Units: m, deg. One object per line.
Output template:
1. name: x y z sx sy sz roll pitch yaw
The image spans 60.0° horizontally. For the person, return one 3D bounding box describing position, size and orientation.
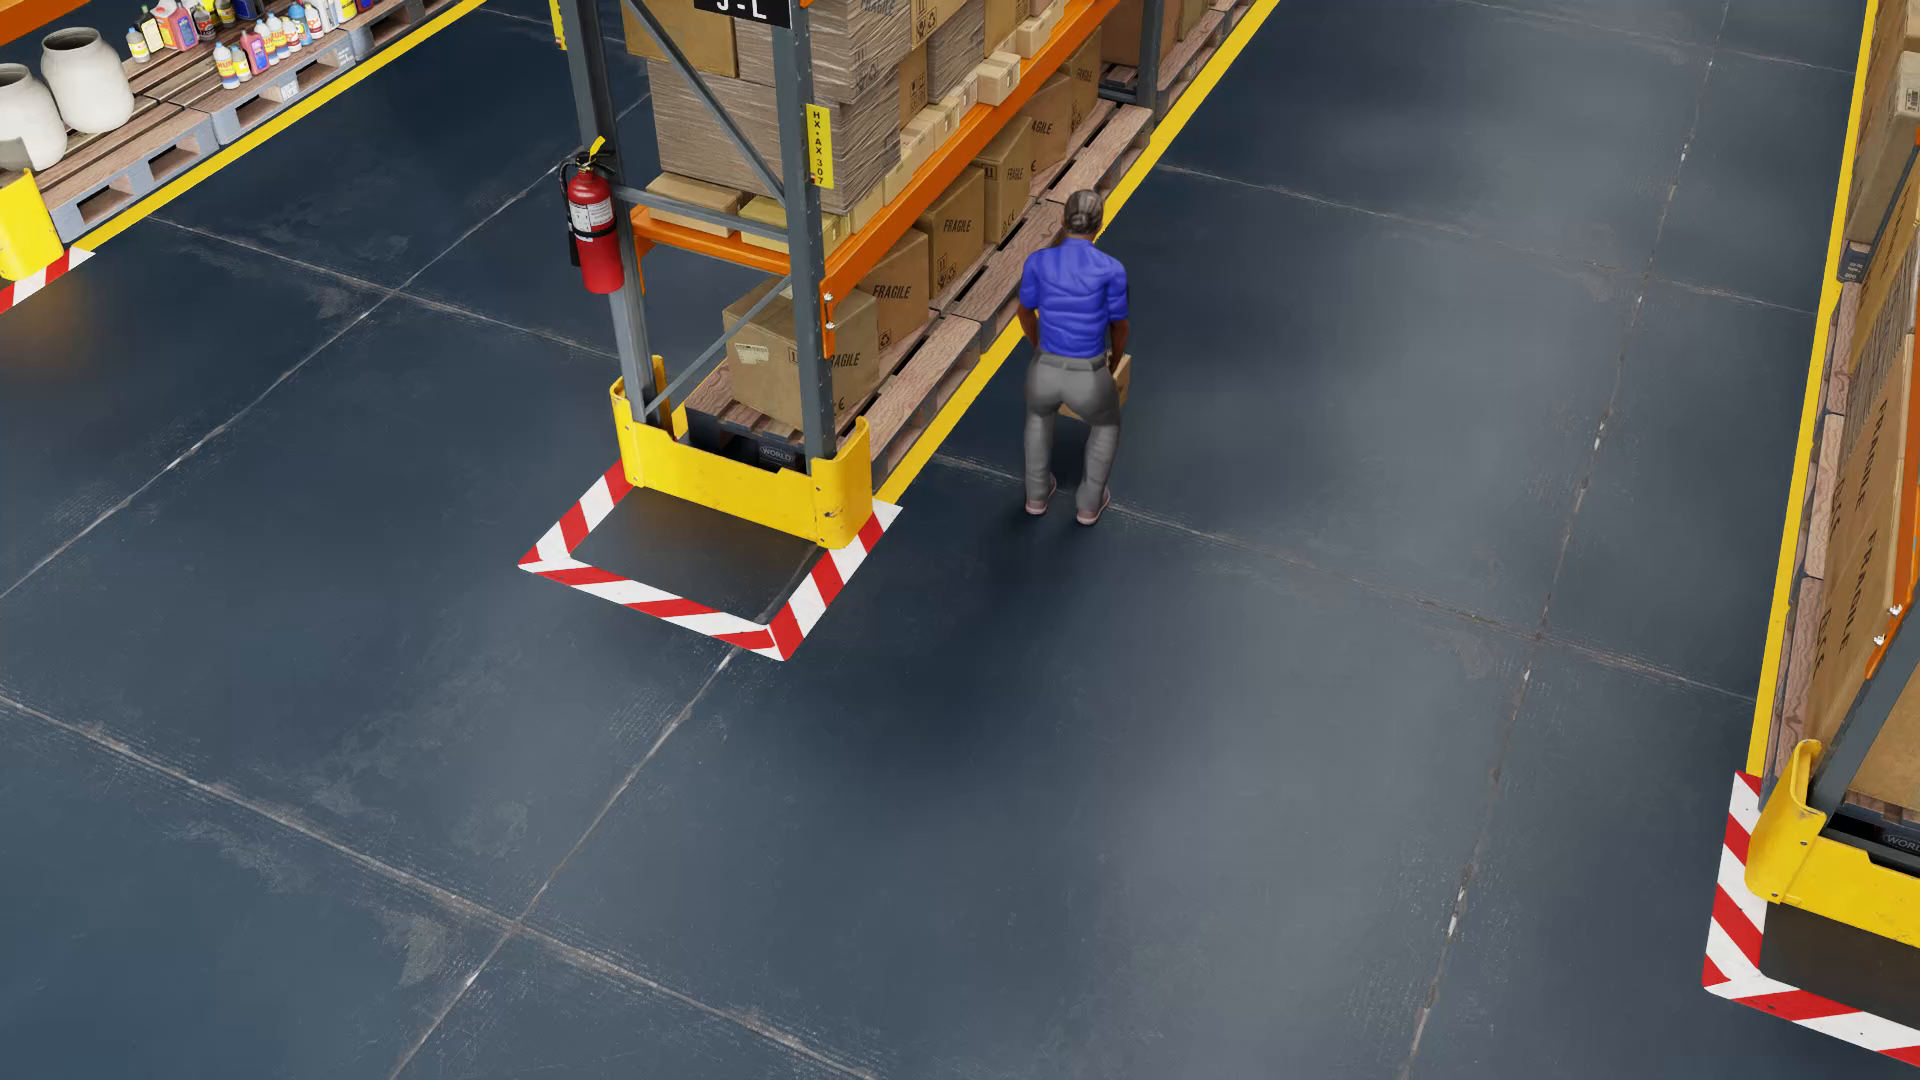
1. person: 0.461 -0.743 7.120 0.487 1.487 0.535 12 44 13
